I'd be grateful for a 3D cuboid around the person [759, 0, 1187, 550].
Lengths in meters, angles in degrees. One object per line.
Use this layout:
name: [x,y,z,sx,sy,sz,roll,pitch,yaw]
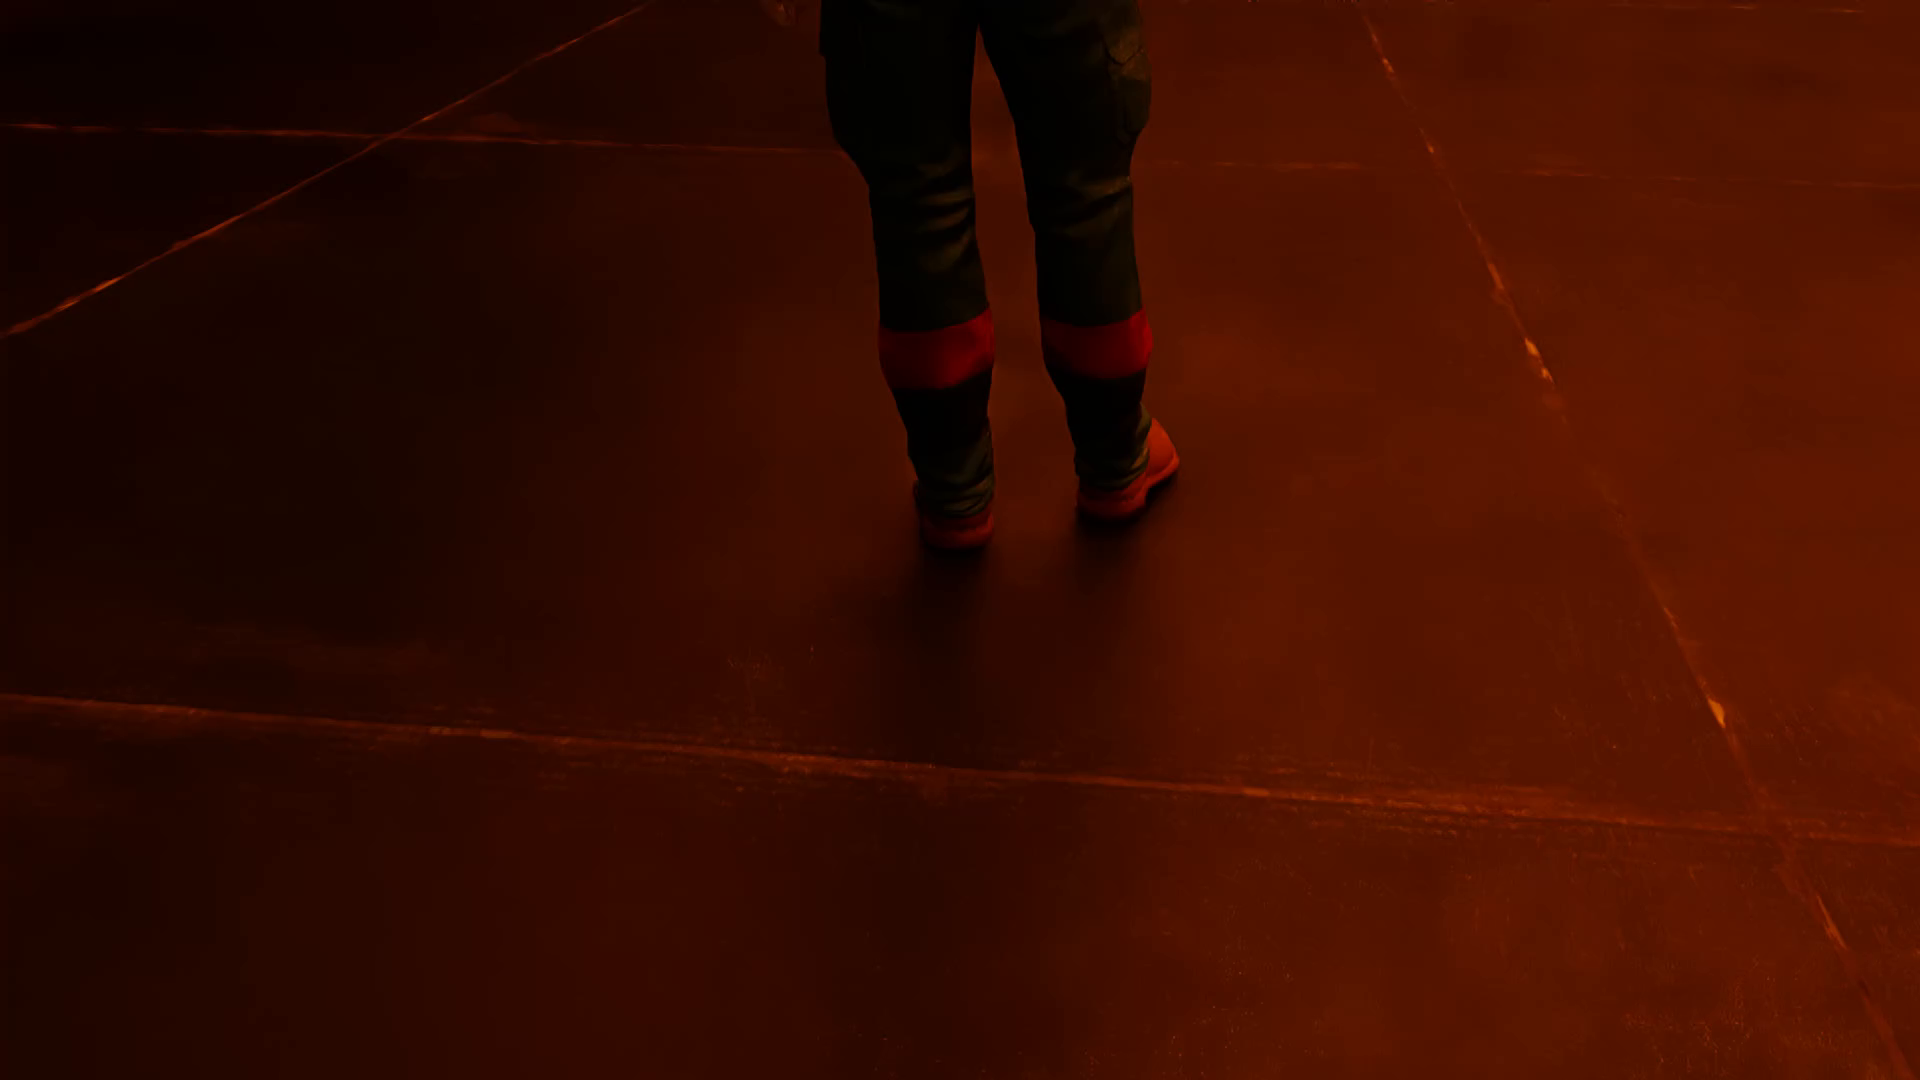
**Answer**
person: [0.022,-0.842,2.167,0.637,1.787,0.563,3,27,7]
